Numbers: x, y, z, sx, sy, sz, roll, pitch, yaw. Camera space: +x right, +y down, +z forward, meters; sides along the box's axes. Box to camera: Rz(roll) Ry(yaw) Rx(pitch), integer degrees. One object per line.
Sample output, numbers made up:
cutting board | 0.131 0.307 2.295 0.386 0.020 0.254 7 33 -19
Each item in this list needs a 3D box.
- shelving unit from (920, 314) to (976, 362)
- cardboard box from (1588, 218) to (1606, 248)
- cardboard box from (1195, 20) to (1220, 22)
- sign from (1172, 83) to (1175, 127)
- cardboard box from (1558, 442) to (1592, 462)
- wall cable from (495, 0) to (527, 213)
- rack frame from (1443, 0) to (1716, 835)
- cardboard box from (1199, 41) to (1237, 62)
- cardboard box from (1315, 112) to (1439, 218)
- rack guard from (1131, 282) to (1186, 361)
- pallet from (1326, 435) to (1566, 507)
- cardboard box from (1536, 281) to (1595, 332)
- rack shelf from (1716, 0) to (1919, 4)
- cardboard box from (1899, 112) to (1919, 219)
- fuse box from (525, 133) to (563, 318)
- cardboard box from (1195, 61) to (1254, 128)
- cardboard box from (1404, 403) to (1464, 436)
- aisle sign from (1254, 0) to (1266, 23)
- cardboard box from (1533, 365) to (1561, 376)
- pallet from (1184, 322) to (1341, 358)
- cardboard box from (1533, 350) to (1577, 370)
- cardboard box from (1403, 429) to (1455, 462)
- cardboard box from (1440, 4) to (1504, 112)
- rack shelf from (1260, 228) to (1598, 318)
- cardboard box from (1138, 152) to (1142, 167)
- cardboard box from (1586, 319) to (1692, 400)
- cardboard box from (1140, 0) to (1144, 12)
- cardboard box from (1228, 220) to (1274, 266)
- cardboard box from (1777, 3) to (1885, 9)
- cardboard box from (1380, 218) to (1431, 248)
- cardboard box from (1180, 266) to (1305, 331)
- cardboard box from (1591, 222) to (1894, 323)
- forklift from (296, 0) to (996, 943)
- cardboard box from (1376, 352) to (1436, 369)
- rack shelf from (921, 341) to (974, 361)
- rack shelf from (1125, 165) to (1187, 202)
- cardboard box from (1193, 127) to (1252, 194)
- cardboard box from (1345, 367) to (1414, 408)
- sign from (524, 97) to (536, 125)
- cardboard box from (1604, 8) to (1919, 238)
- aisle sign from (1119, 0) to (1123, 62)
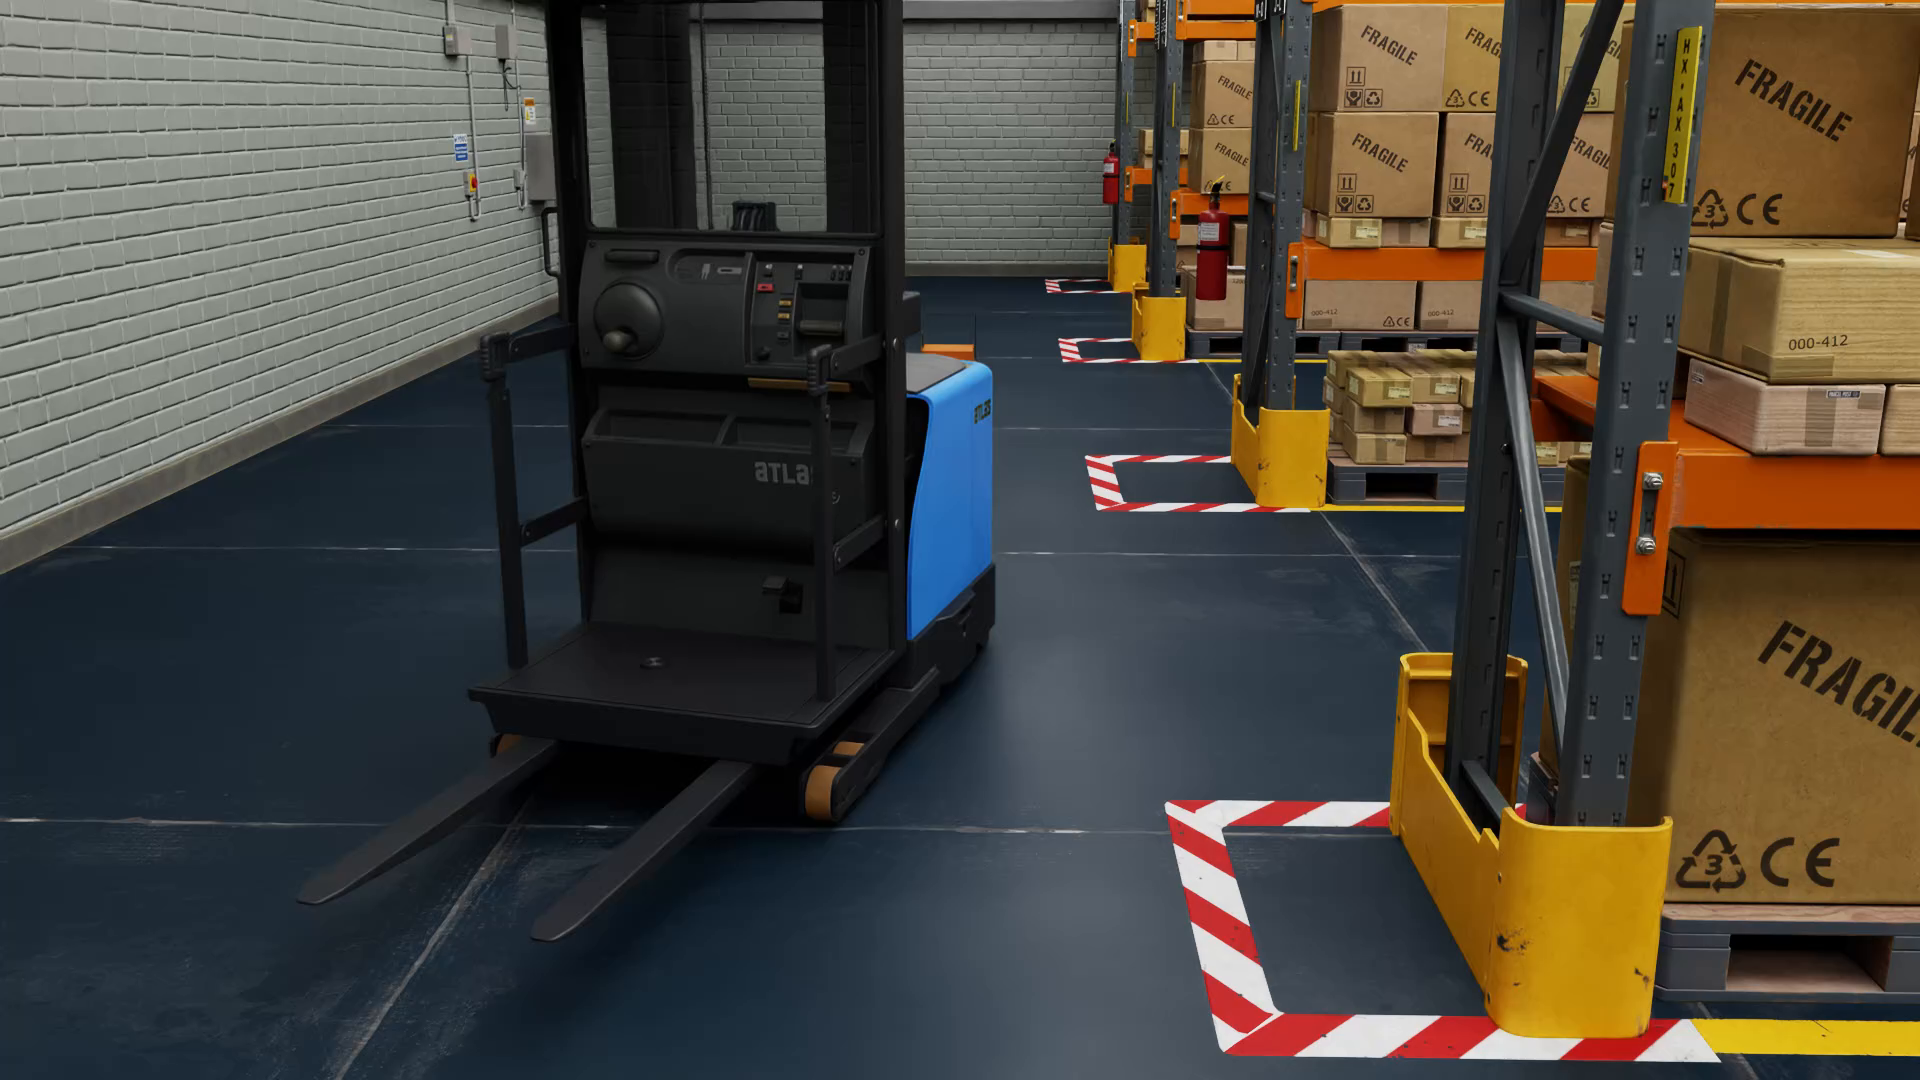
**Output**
shelving unit | -0.054 -0.508 7.707 0.252 1.050 0.215 0 15 1
cardboard box | 3.251 -1.566 8.389 0.250 0.149 0.380 0 15 0
cardboard box | 2.613 -5.559 17.642 0.250 0.149 0.380 0 15 2
sign | 1.639 -3.342 12.775 0.005 0.325 0.100 0 15 1
cardboard box | 3.171 -0.515 8.679 0.250 0.149 0.380 0 15 2
wall cable | -3.954 -3.910 14.790 0.122 1.984 0.588 0 15 1
rack frame | 1.406 -0.499 3.853 0.127 3.000 1.000 0 15 1
cardboard box | 2.007 -3.799 12.932 0.250 0.149 0.380 1 15 3
cardboard box | 2.075 -1.882 8.316 0.500 0.500 0.500 1 15 4
rack guard | 1.635 -1.818 13.751 0.348 0.500 1.175 0 15 1
pallet | 2.521 -0.400 8.944 1.213 0.211 1.003 0 15 1
cardboard box | 5.033 -1.996 13.725 0.875 0.438 0.875 0 15 1
rack shelf | 7.657 -4.090 12.993 4.000 0.370 1.077 0 15 1
cardboard box | 4.622 -1.864 8.248 0.500 0.500 0.500 0 15 0
fuse box | -3.779 -2.969 15.740 0.414 1.711 0.539 0 15 1
cardboard box | 2.132 -3.483 13.004 0.500 0.500 0.500 0 15 0
cardboard box | 2.423 -0.647 8.594 0.250 0.149 0.380 0 15 1
aisle sign | 1.568 -3.098 8.605 0.004 0.787 0.394 0 15 1
cardboard box | 2.926 -0.800 8.591 0.250 0.149 0.380 0 15 -1
pallet | 2.460 -1.693 13.843 1.213 0.211 1.003 0 15 1
cardboard box | 3.208 -0.946 9.145 0.250 0.149 0.380 1 15 4
cardboard box | 2.413 -0.522 8.705 0.250 0.149 0.380 0 15 1
cardboard box | 2.580 -2.367 8.192 0.500 0.500 0.500 1 15 3
rack shelf | 3.633 -1.403 8.687 4.000 0.370 1.077 0 15 1
cardboard box | 2.120 -4.237 18.513 0.250 0.149 0.380 0 15 1
cardboard box | 1.770 -0.460 4.194 0.250 0.149 0.380 1 15 2
cardboard box | 2.234 -5.881 18.080 0.500 0.250 0.500 0 15 0
cardboard box | 3.245 -3.243 18.330 0.500 0.500 0.700 1 15 4
cardboard box | 4.127 -2.356 8.152 0.500 0.500 0.500 1 15 3
cardboard box | 2.205 -1.565 8.385 0.250 0.149 0.380 1 15 3
cardboard box | 2.321 -2.012 13.785 0.875 0.438 0.875 0 15 0
cardboard box | 1.897 -0.635 4.078 0.500 0.250 0.500 0 15 1
forklift | -0.777 -0.718 4.817 1.130 2.935 3.031 4 15 16
cardboard box | 2.419 -0.921 9.049 0.250 0.149 0.380 1 15 3
rack shelf | -0.053 -0.772 7.638 0.240 0.259 0.215 0 15 1
rack shelf | 3.781 -3.932 18.272 4.000 0.370 1.077 0 15 1
cardboard box | 2.131 -2.999 13.130 0.500 0.500 0.500 0 15 1
cardboard box | 2.149 -0.786 8.537 0.250 0.149 0.380 0 15 -1
sign | -3.987 -3.979 15.421 0.001 0.242 0.339 0 15 1
cardboard box | 1.900 -0.997 3.980 0.500 0.500 0.500 1 15 2
aisle sign | 1.706 -5.475 17.616 0.004 0.787 0.394 0 15 1
